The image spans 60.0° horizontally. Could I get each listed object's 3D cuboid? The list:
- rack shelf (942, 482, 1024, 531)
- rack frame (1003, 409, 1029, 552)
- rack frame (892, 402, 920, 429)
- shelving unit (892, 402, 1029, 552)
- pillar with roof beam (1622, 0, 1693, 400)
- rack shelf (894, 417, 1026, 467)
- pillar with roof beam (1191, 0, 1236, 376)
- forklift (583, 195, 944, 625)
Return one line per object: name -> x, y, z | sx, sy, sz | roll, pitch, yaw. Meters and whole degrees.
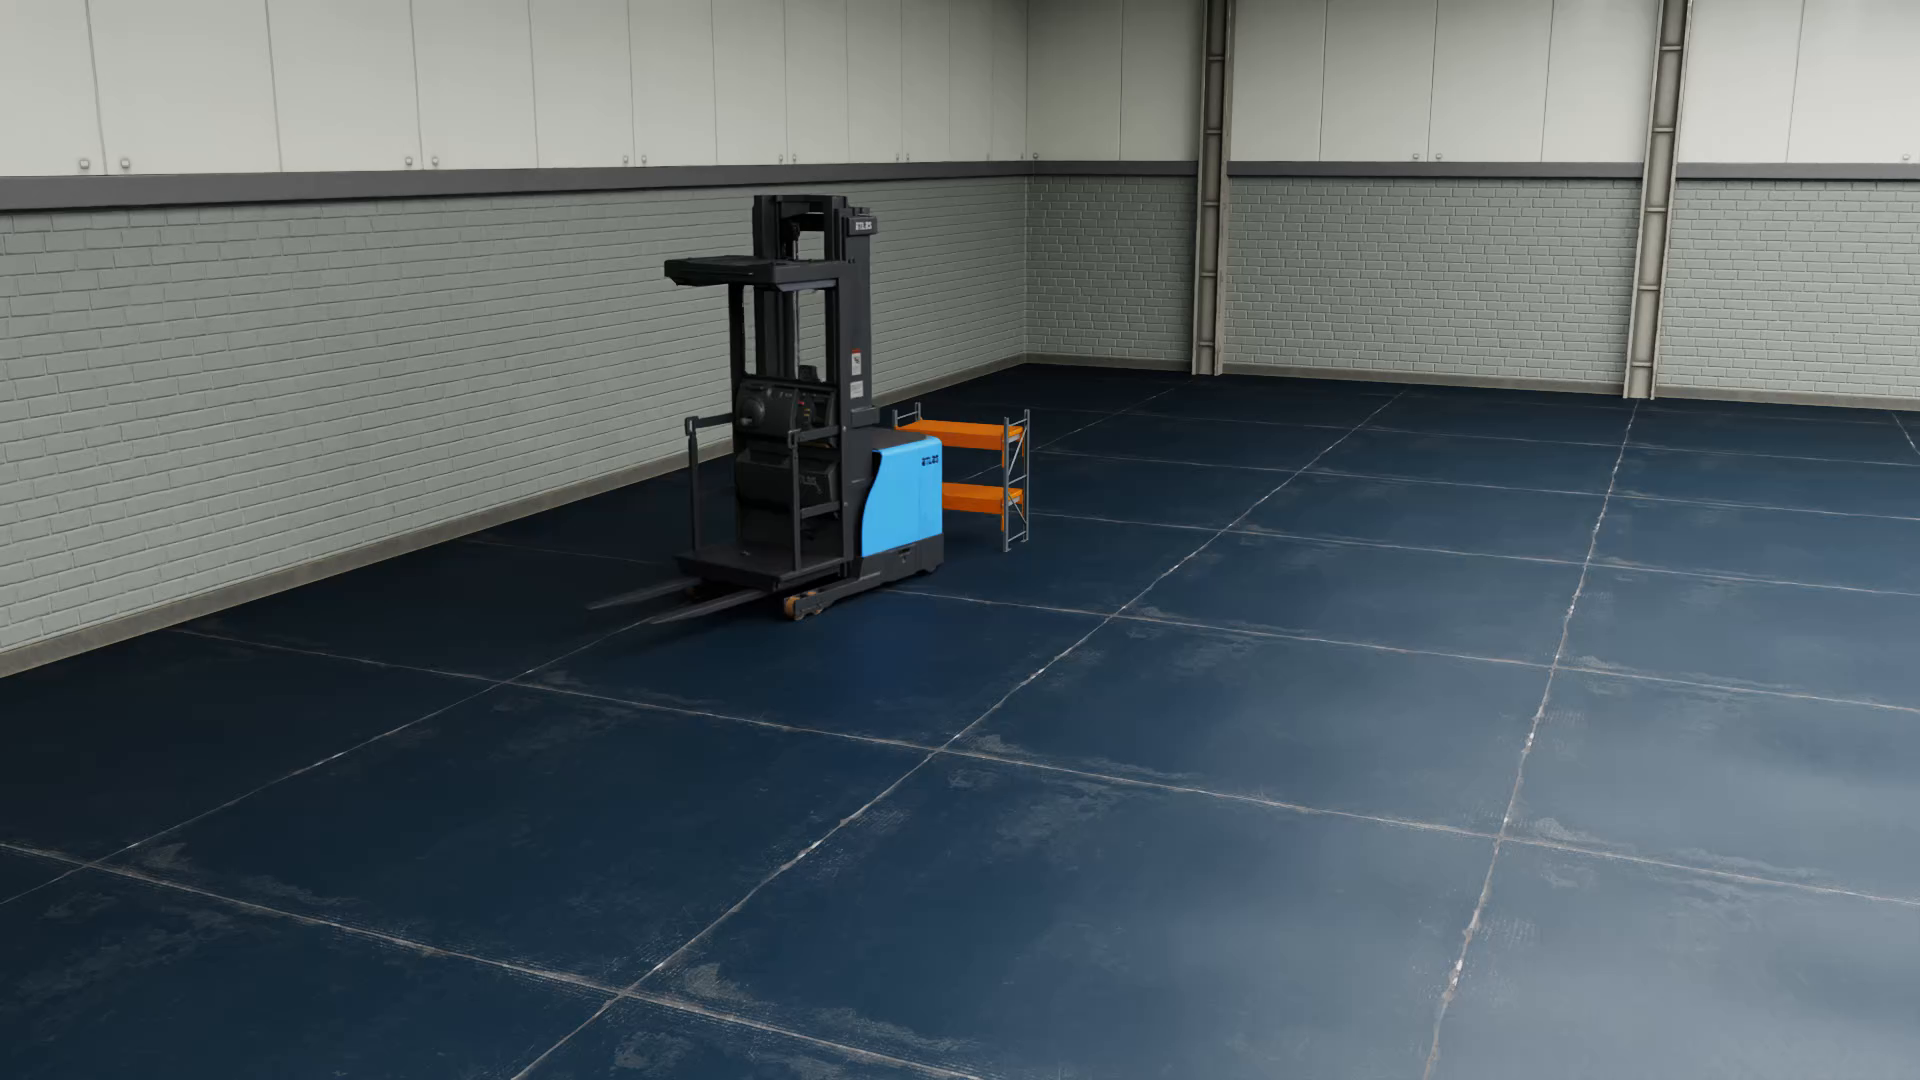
rack shelf -> 0.006, -0.309, 14.180 | 1.000, 0.278, 0.538 | 6, 14, 23
rack frame -> 0.471, -0.500, 13.923 | 0.032, 1.125, 0.500 | 6, 14, 23
rack frame -> -0.459, -0.594, 14.324 | 0.032, 1.125, 0.500 | 6, 14, 23
shelving unit -> 0.006, -0.547, 14.124 | 1.048, 1.125, 0.538 | 6, 14, 23
pillar with roof beam -> 7.435, -5.413, 17.623 | 0.400, 9.000, 9.100 | 6, 14, 23
rack shelf -> 0.006, -0.832, 14.057 | 1.000, 0.278, 0.538 | 6, 14, 23
pillar with roof beam -> 1.949, -5.968, 19.989 | 0.400, 9.000, 9.100 | 6, 14, 23
forklift -> -1.403, -0.983, 12.027 | 1.130, 2.935, 3.031 | 10, 16, 35
